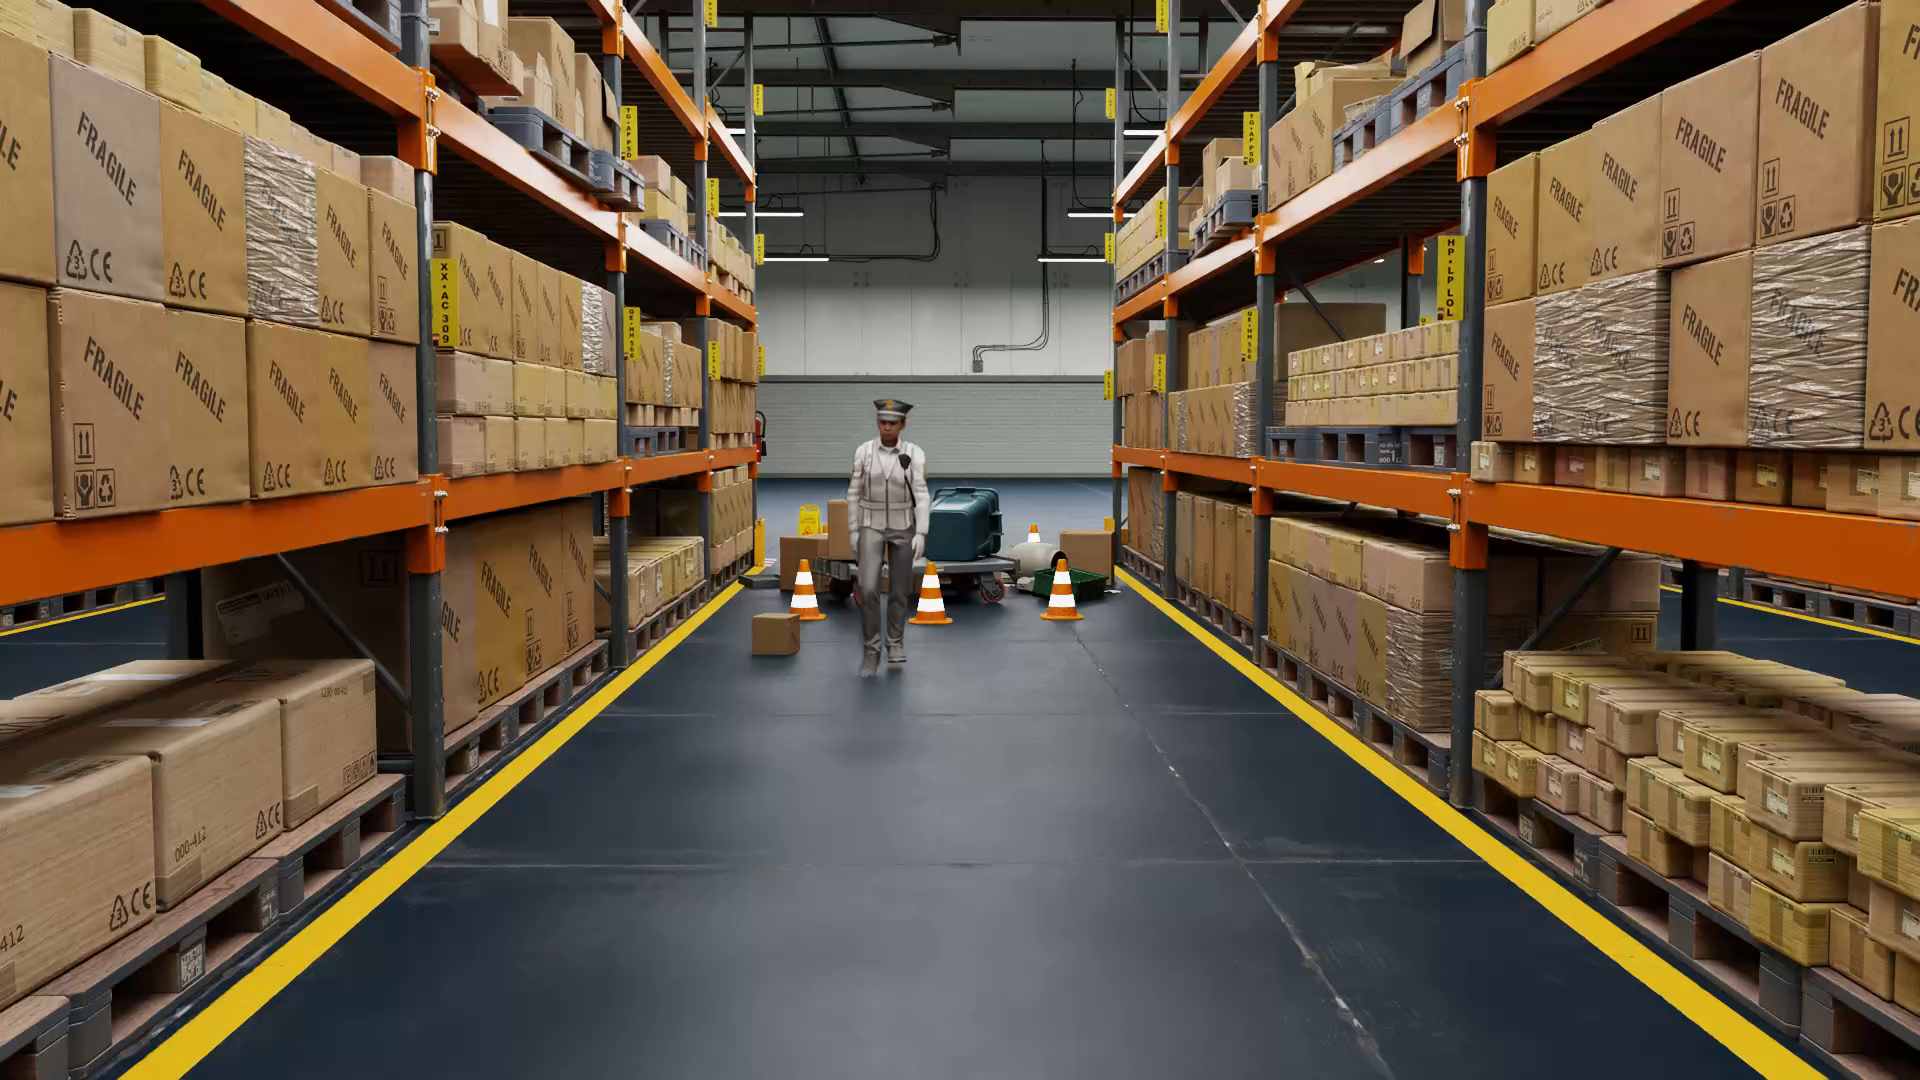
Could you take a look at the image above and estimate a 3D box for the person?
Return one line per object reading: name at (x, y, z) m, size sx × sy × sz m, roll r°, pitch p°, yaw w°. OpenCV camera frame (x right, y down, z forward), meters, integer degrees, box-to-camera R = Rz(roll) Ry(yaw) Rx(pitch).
person at (-0.440, -0.001, 10.233) m, size 0.507 × 1.731 × 0.581 m, roll 0°, pitch 4°, yaw -4°
